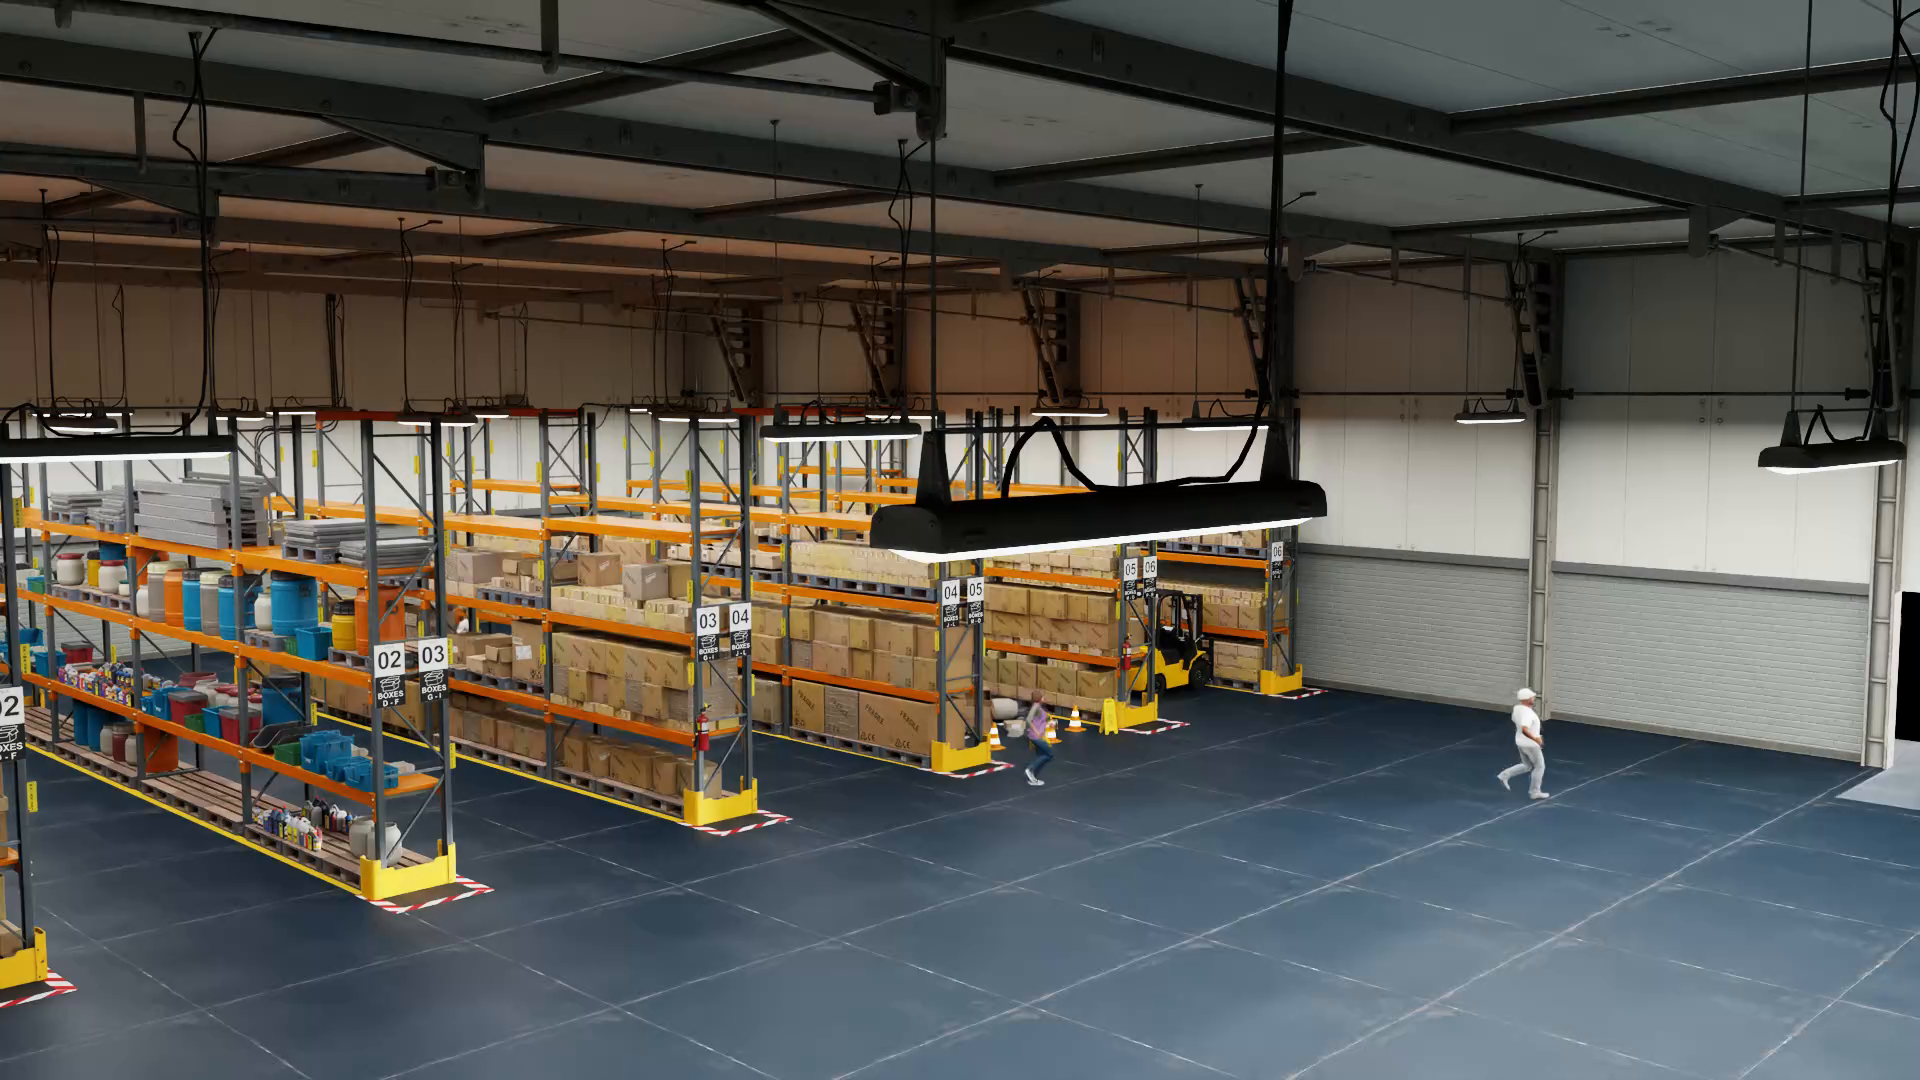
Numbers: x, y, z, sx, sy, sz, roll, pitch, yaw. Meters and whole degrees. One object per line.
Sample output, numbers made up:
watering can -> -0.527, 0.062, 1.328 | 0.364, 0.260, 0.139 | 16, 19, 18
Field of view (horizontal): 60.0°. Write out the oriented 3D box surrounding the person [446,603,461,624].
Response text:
person -> -12.203, 1.920, 39.897 | 0.673, 1.800, 0.773 | 3, 6, 27

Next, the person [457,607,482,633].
person -> -10.681, 2.284, 36.194 | 0.623, 1.715, 0.934 | -5, 7, -43

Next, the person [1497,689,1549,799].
person -> 8.815, 3.174, 25.921 | 0.795, 1.732, 0.712 | 0, 5, -2

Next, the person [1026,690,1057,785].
person -> 1.318, 3.181, 26.782 | 0.511, 1.559, 0.548 | 0, 5, 3
